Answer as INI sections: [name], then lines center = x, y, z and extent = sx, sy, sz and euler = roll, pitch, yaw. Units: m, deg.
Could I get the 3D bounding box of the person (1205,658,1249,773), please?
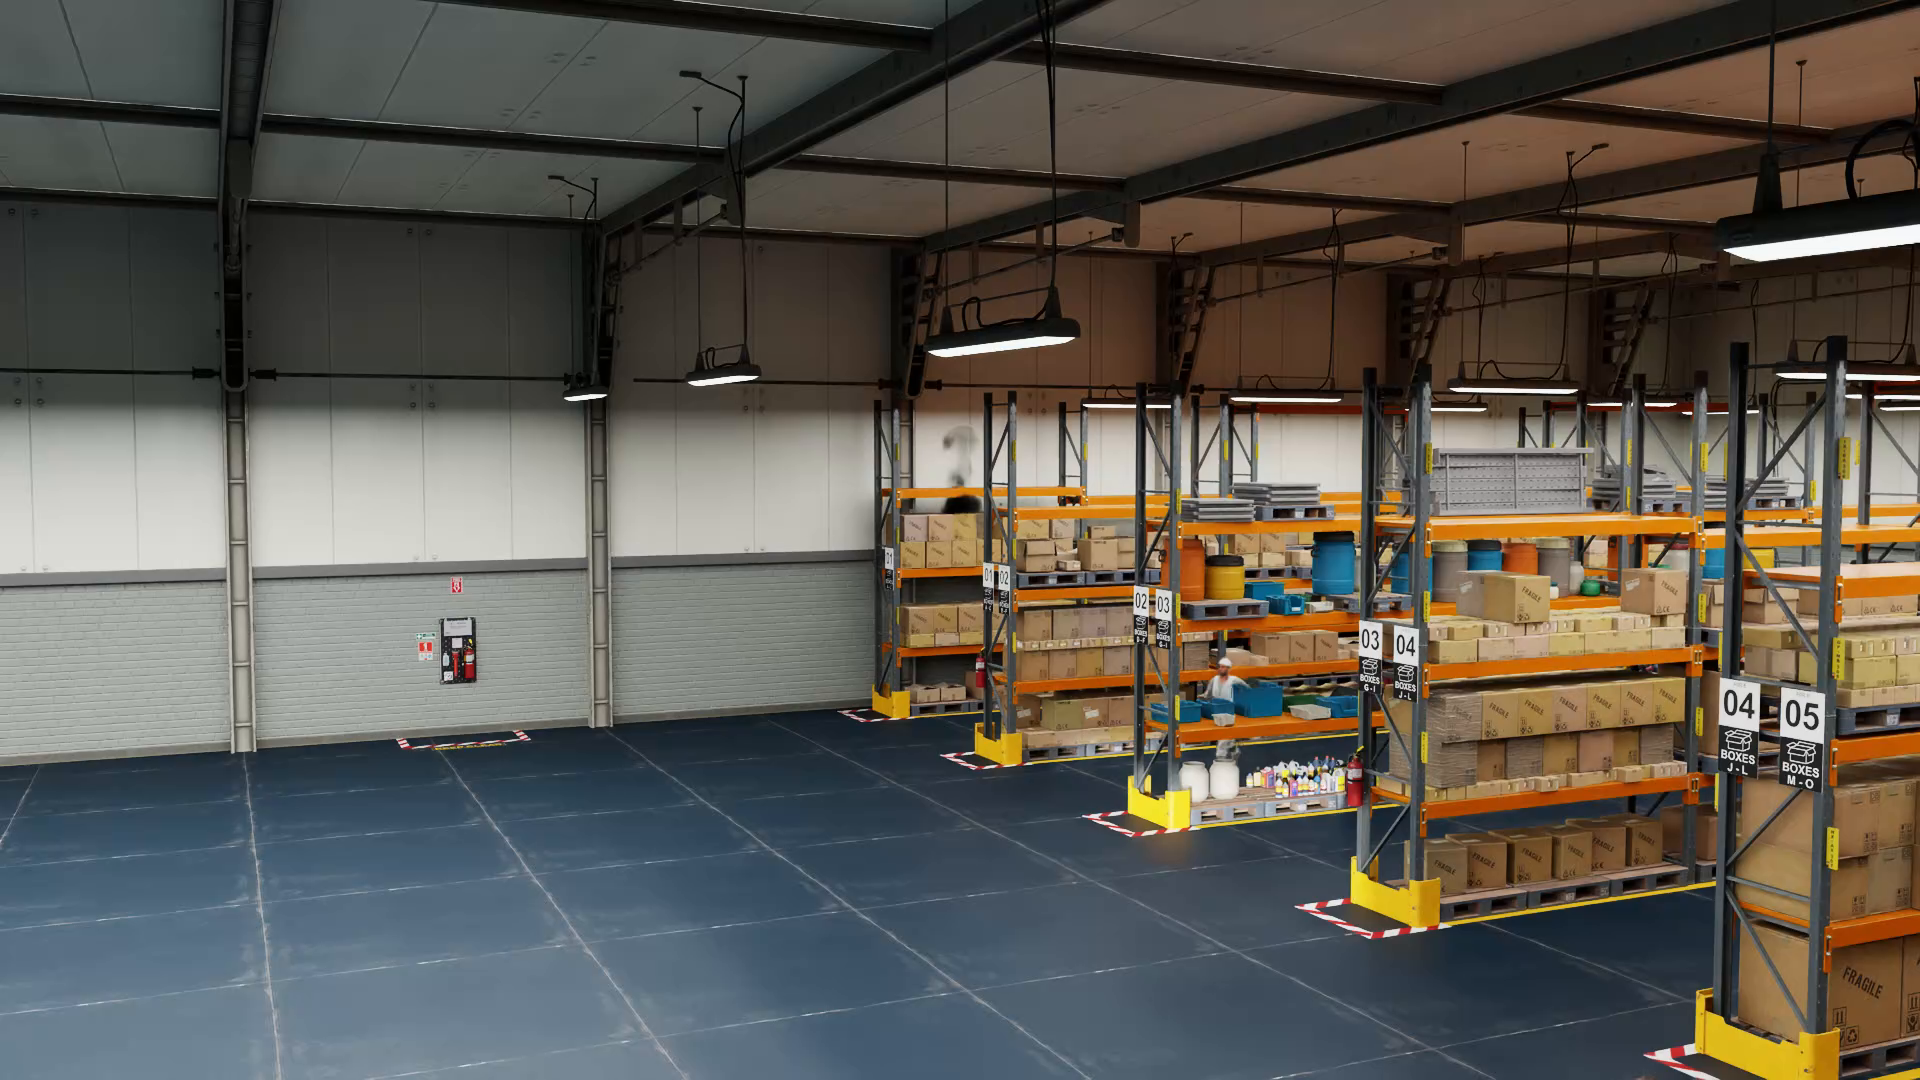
[person]
center = 4.144, 2.727, 25.990
extent = 0.672, 1.782, 0.961
euler = 3, 5, 43
